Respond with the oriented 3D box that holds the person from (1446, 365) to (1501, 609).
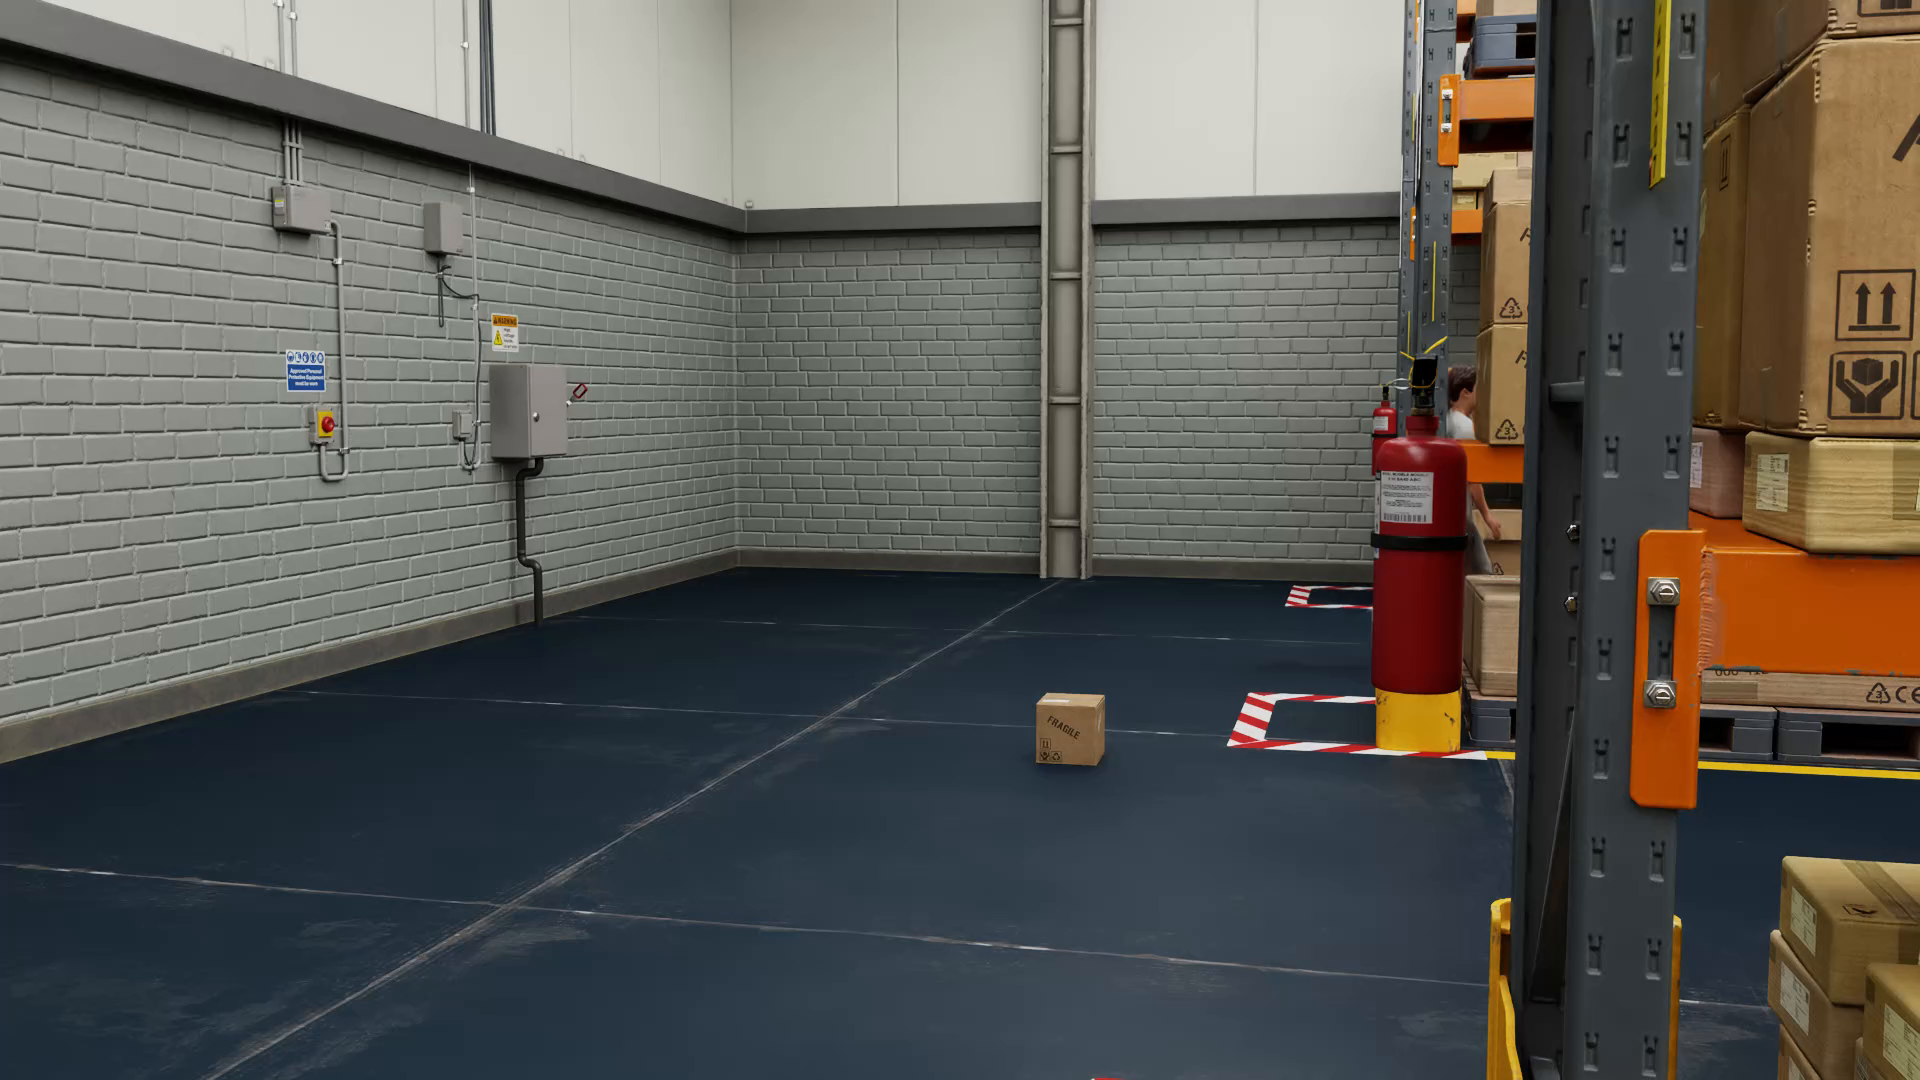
[{"bbox_3d":[2.726,-0.110,9.099,0.723,1.691,0.481,1,5,6],"label":"person"}]
